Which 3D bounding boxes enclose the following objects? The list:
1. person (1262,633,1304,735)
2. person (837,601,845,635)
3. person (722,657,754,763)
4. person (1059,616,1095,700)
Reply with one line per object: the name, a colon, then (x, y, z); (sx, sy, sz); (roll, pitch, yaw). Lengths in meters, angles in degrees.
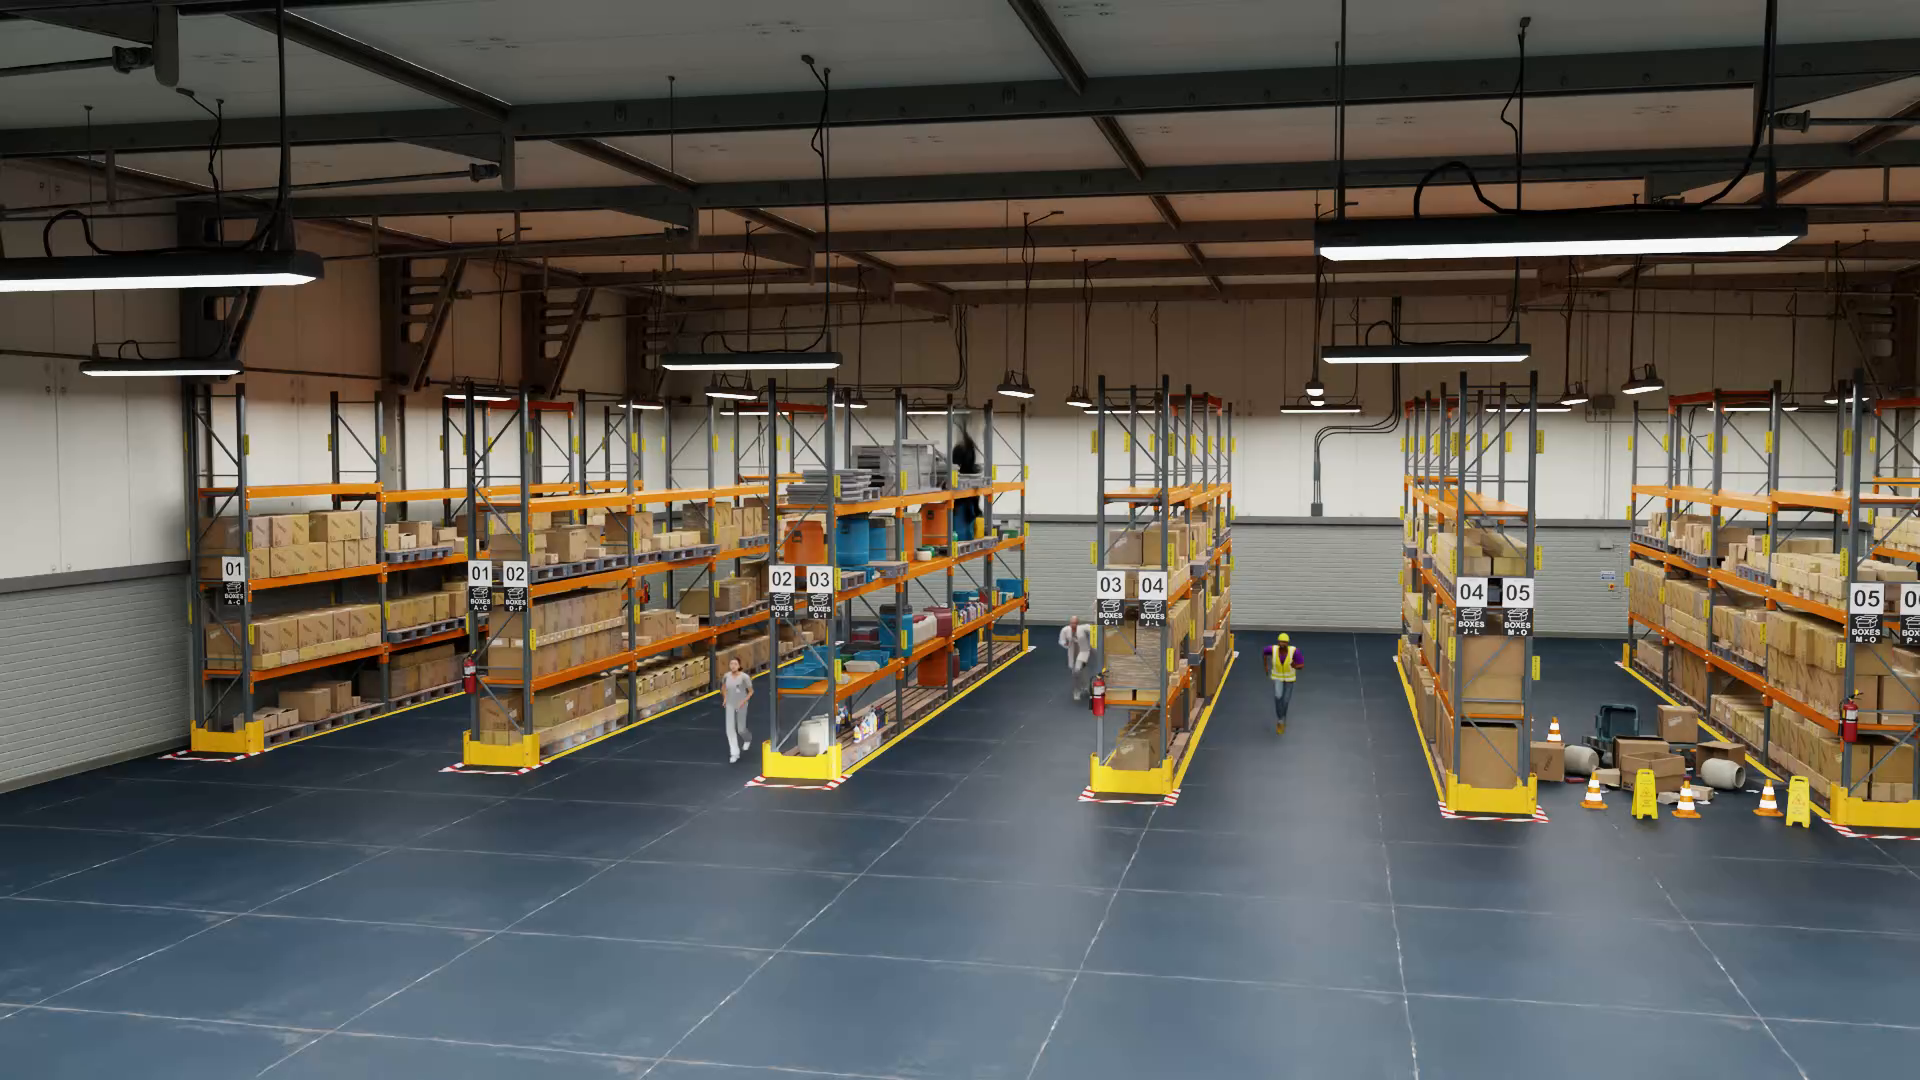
person: (5.642, 2.485, 29.052); (0.689, 1.767, 0.957); (0, 3, 4)
person: (-3.229, 1.680, 42.808); (0.826, 1.811, 0.659); (1, 4, 24)
person: (-3.549, 2.671, 26.550); (0.553, 1.654, 0.836); (0, 3, 8)
person: (2.353, 2.322, 32.783); (0.748, 1.714, 1.063); (1, 3, 20)
